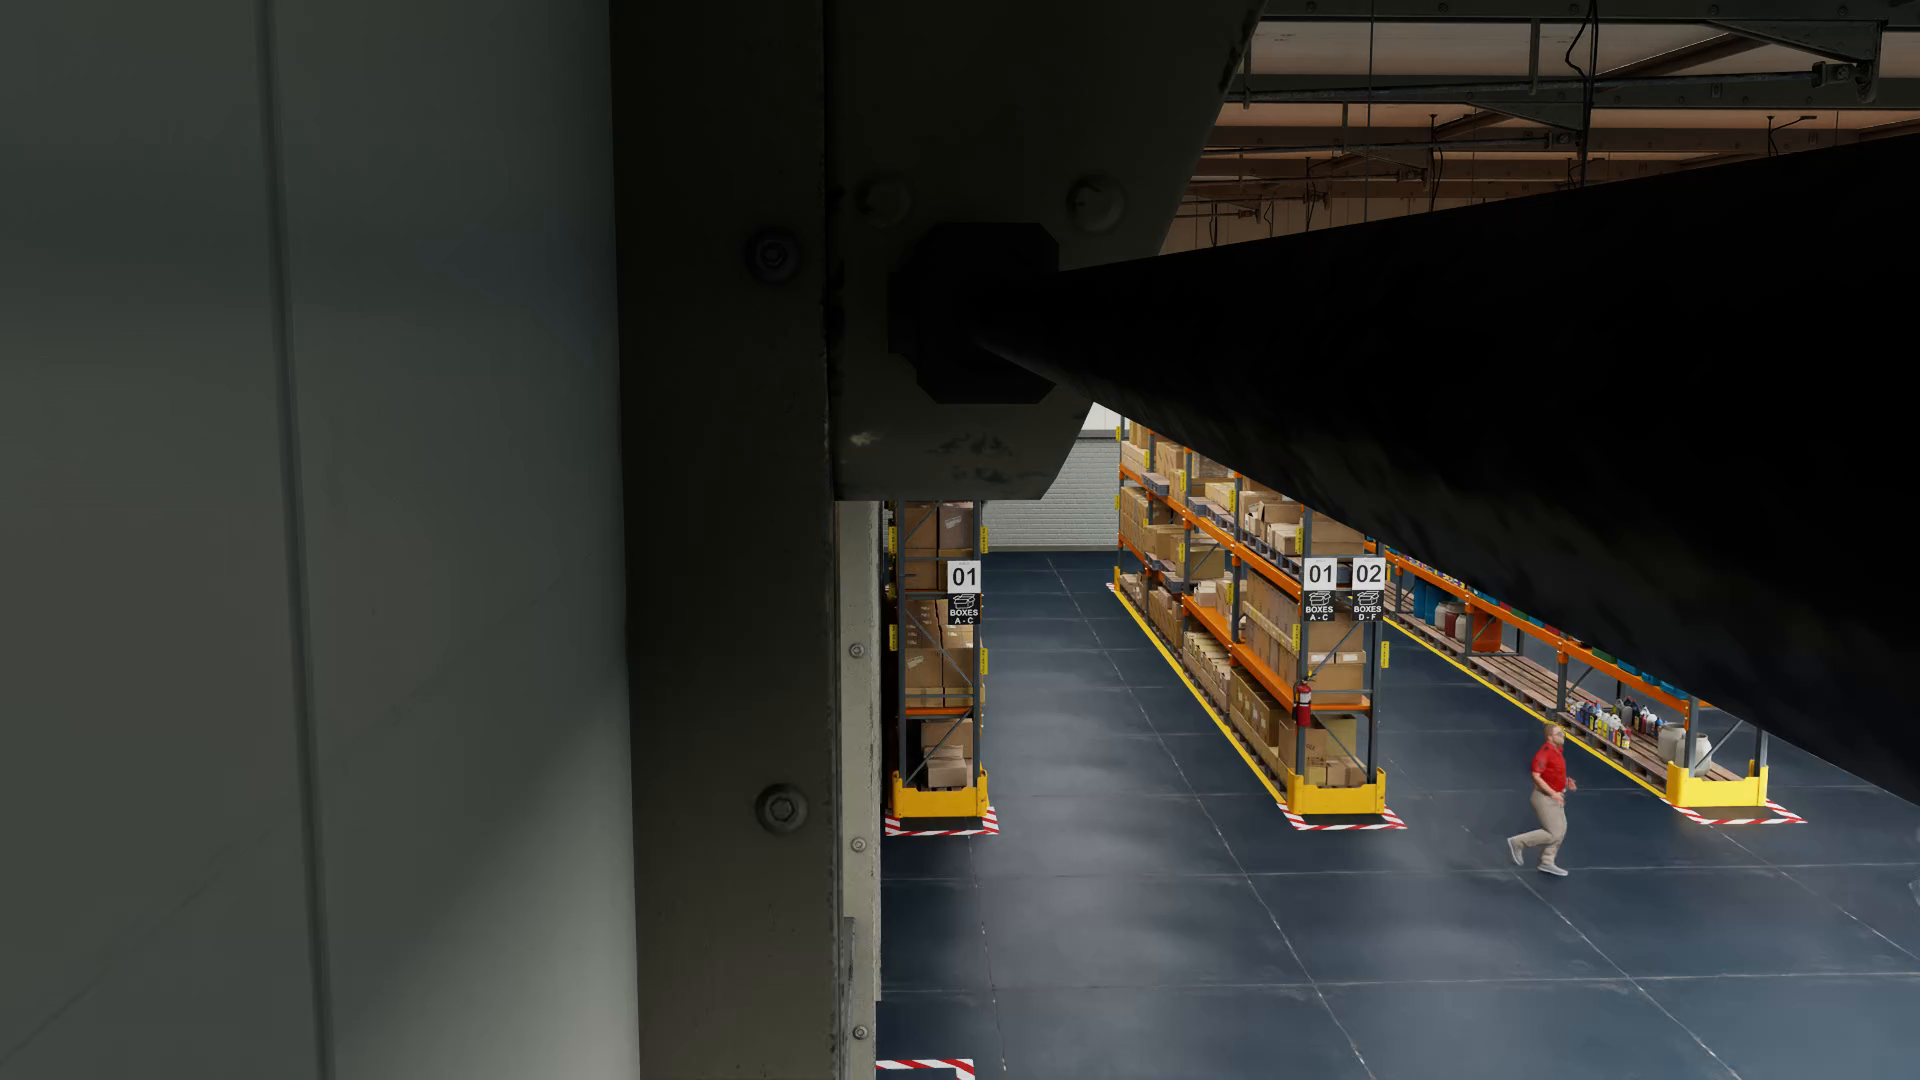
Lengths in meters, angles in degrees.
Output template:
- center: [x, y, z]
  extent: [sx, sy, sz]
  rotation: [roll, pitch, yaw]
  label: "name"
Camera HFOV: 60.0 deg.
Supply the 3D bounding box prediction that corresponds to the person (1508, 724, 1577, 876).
- center: [6.477, 2.862, 18.467]
  extent: [0.659, 1.706, 0.659]
  rotation: [4, 9, 27]
  label: "person"
